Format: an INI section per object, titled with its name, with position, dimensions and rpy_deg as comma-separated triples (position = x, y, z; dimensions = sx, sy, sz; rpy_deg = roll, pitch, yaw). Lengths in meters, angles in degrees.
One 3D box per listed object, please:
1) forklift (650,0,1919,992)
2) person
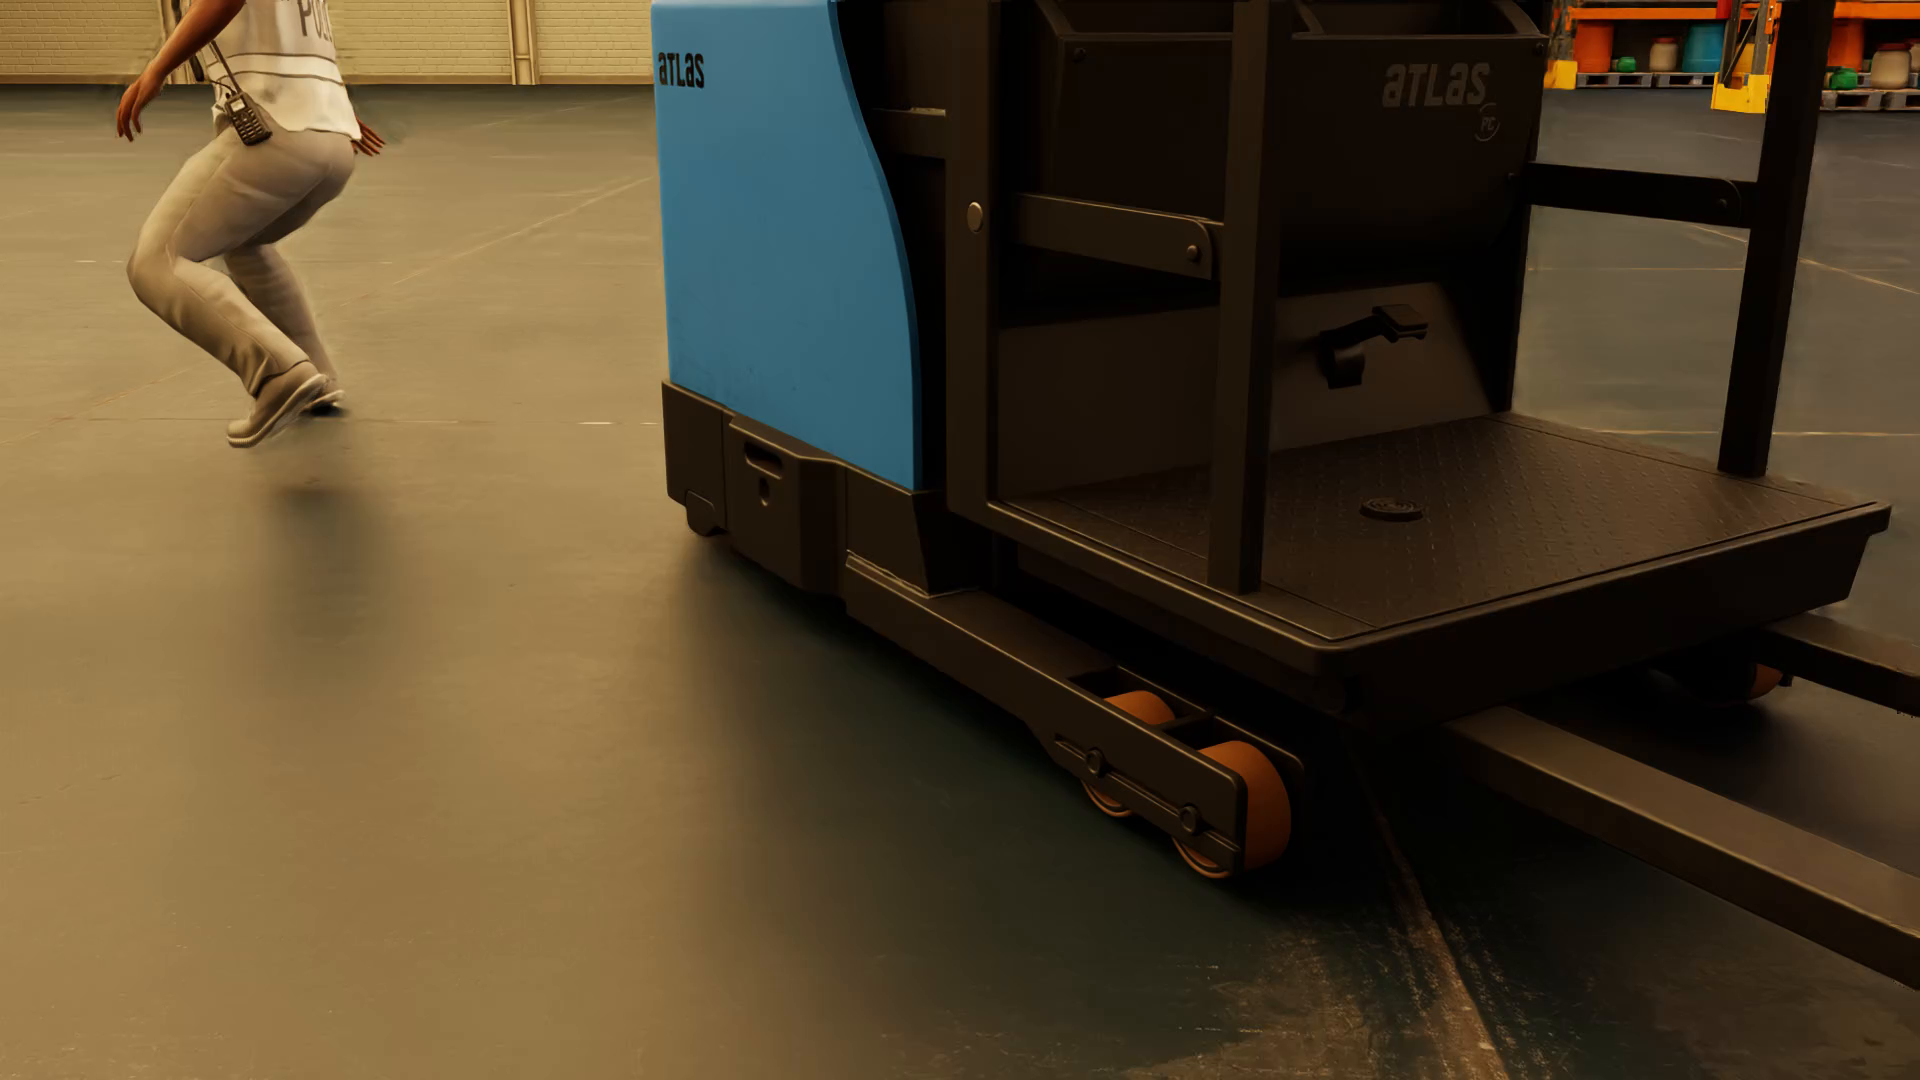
[forklift]
position = 0.602, -1.143, 2.111
dimensions = 1.130, 2.935, 3.031
rpy_deg = -11, 20, -30
[person]
position = -1.690, -0.970, 4.065
dimensions = 0.480, 1.560, 1.079
rpy_deg = -1, 17, -2
